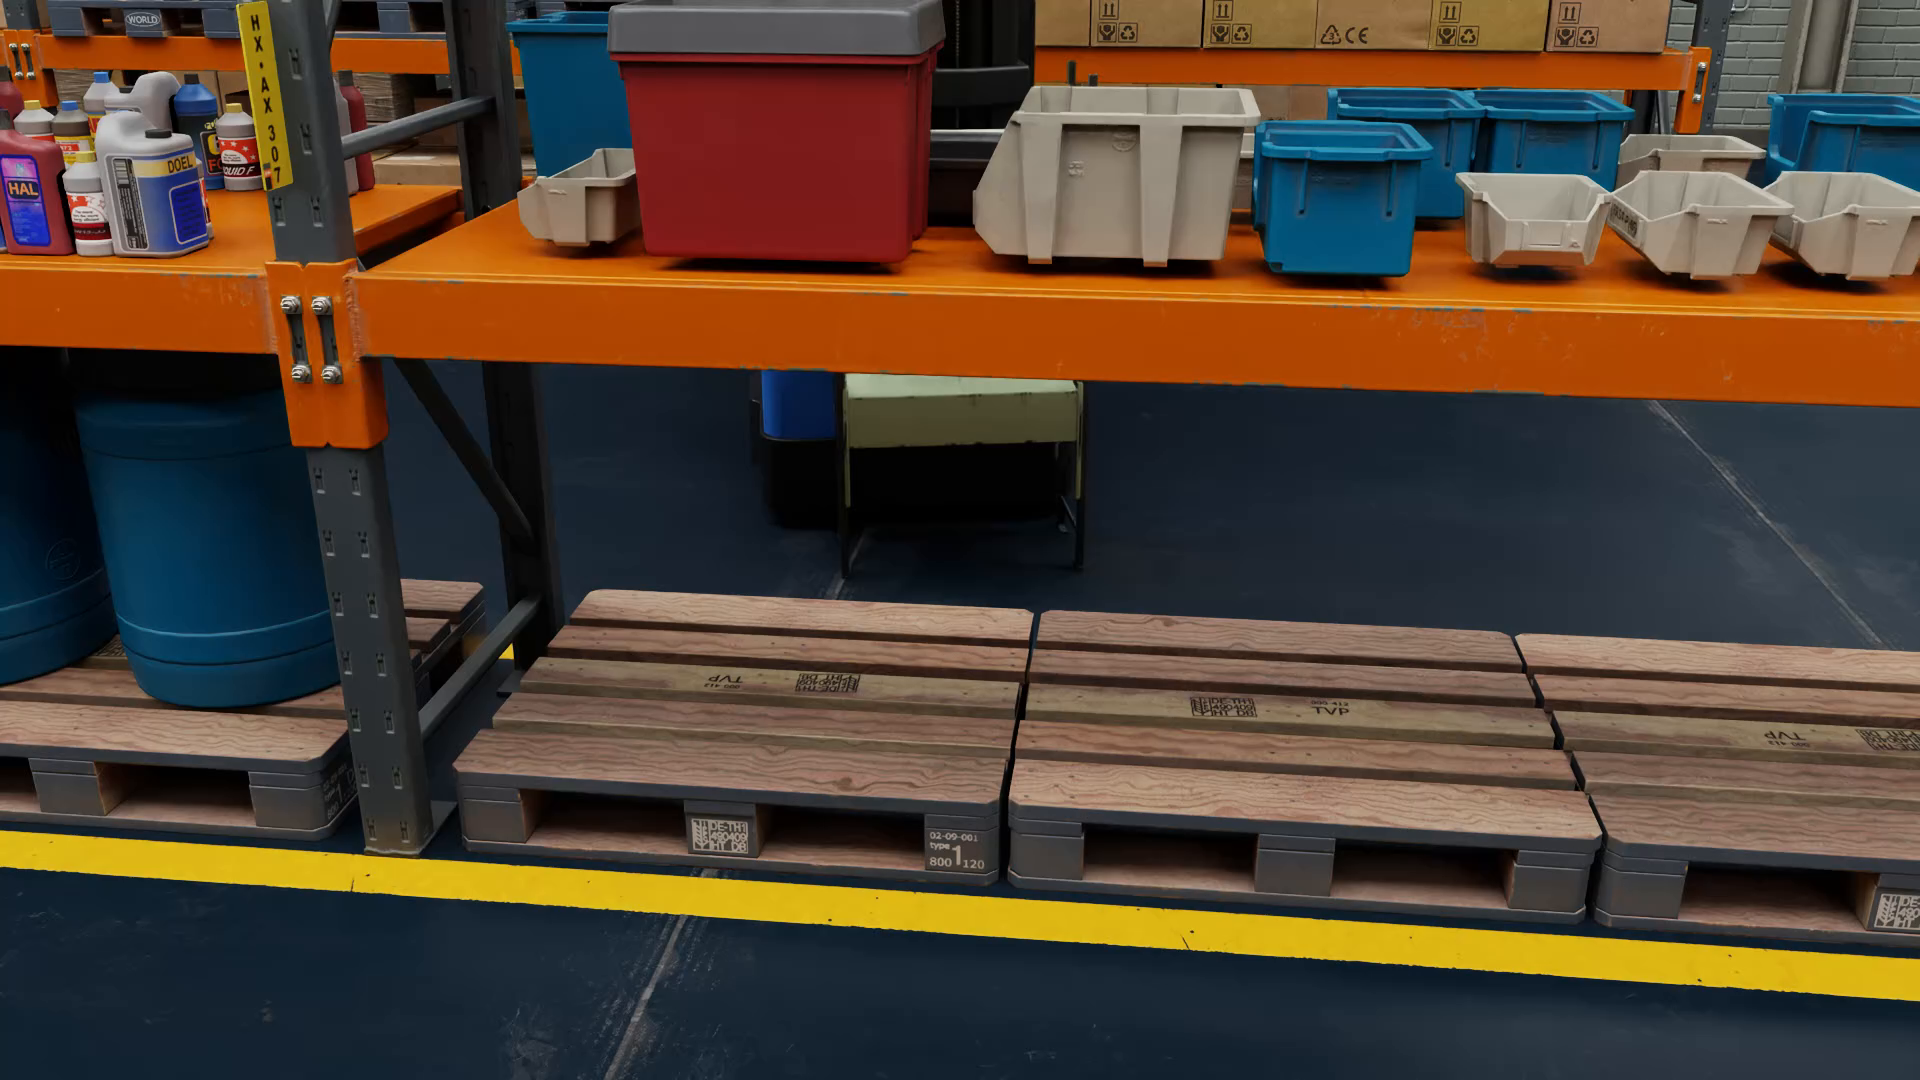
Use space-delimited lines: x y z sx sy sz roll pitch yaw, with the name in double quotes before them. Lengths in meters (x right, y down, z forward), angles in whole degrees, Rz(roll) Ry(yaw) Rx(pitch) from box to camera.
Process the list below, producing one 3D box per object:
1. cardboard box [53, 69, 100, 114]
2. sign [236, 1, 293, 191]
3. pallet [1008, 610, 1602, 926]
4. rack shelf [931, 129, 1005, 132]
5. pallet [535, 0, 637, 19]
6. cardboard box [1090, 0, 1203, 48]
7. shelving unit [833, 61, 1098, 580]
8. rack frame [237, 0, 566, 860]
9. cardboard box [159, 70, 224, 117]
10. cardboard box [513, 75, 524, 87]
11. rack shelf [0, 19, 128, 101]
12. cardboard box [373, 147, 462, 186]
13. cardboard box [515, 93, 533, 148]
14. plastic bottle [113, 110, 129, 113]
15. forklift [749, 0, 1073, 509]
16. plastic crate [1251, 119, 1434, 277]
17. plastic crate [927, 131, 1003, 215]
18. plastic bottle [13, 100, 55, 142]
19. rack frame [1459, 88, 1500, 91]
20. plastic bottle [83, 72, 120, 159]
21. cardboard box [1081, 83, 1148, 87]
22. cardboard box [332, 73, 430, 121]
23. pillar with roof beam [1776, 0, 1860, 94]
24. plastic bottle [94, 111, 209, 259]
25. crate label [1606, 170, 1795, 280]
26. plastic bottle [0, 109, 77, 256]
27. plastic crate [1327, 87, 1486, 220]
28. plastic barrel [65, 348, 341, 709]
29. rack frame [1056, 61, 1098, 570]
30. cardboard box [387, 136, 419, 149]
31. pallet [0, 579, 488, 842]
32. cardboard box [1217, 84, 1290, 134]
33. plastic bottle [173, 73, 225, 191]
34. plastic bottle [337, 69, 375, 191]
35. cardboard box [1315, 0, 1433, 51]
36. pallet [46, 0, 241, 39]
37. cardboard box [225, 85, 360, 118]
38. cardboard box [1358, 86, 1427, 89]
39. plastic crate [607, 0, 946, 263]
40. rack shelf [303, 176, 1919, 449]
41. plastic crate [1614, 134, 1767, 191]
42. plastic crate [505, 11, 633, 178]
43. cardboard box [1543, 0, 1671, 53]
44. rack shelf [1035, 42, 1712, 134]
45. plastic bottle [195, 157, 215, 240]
"cardboard box" -7.239 -3.856 13.916 0.500 0.500 0.700 3 22 8
"sign" -1.260 -0.805 3.019 0.005 0.325 0.100 2 22 6
"pallet" 0.756 0.490 3.914 1.213 0.211 1.003 2 22 6
"rack shelf" -0.010 -1.026 4.932 0.720 0.370 0.431 -2 22 -6
"pallet" -1.388 -2.670 8.375 1.213 0.211 1.003 2 22 6
"cardboard box" 0.872 -2.567 7.716 0.500 0.500 0.500 2 22 6
"shelving unit" -0.010 -0.663 5.076 0.755 1.500 0.431 -2 22 -6
"rack frame" -1.194 -0.877 3.578 0.127 3.000 1.000 2 22 6
"cardboard box" -6.219 -3.815 13.812 0.500 0.500 0.700 3 22 7
"cardboard box" -3.285 -3.783 13.281 0.750 0.750 0.750 2 22 6
"rack shelf" -6.566 -2.610 8.940 4.000 0.370 1.077 2 22 6
"cardboard box" -2.624 -1.711 8.490 0.500 0.500 0.500 2 22 4
"cardboard box" -2.052 -2.229 8.780 0.500 0.250 0.500 3 22 6
"plastic bottle" -1.968 -0.913 3.939 0.097 0.201 0.097 0 22 0
"forklift" -0.290 -1.967 6.430 1.130 2.935 3.031 -2 22 -6
"plastic crate" 0.709 -0.649 3.147 0.300 0.233 0.416 2 22 6
"plastic crate" -0.051 -0.826 3.743 0.590 0.125 0.437 2 22 6
"plastic bottle" -2.277 -0.983 4.116 0.097 0.201 0.097 0 22 0
"rack frame" 3.944 -4.321 12.289 0.127 3.000 1.000 2 22 6
"plastic bottle" -2.084 -1.007 4.082 0.097 0.271 0.097 0 22 0
"cardboard box" 1.201 -3.434 12.874 0.500 0.500 0.700 2 22 6
"cardboard box" -4.721 -3.721 13.574 0.500 0.500 0.700 3 22 7
"pillar with roof beam" 6.221 -5.738 7.714 0.400 9.000 9.100 2 22 6
"plastic bottle" -1.623 -0.718 3.345 0.135 0.276 0.152 2 22 6
"crate label" 1.382 -0.599 3.152 0.243 0.136 0.396 2 22 6
"plastic bottle" -1.858 -0.715 3.327 0.133 0.283 0.061 2 22 6
"plastic crate" 0.966 -0.855 3.668 0.300 0.233 0.416 2 22 6
"plastic barrel" -1.732 -0.126 3.961 0.708 0.901 0.600 2 22 6
"rack frame" 0.354 -0.677 5.111 0.023 1.500 0.400 -2 22 -6
"cardboard box" -3.109 -1.923 9.025 0.500 0.500 0.500 2 22 4
"pallet" -1.955 0.371 4.213 1.213 0.211 1.003 2 22 6
"cardboard box" 2.241 -3.390 12.765 0.500 0.500 0.700 2 22 5
"plastic bottle" -1.854 -0.997 4.056 0.097 0.271 0.097 0 22 0
"plastic bottle" -1.508 -0.994 4.033 0.133 0.283 0.061 2 22 6
"cardboard box" 1.878 -2.523 7.606 0.500 0.500 0.500 3 22 7
"pallet" -3.898 -2.765 8.615 1.003 0.211 1.213 2 22 6
"cardboard box" -3.567 -2.293 8.942 0.500 0.250 0.500 3 22 8
"cardboard box" 3.237 -3.347 12.656 0.500 0.500 0.700 2 22 6
"plastic crate" -0.337 -0.804 3.225 0.583 0.464 0.402 2 22 6
"rack shelf" 0.792 -0.456 3.491 4.000 0.370 1.077 2 22 6
"plastic crate" 1.589 -0.813 3.694 0.298 0.136 0.250 2 22 6
"plastic crate" -0.690 -1.002 3.833 0.575 0.384 0.392 2 22 6
"cardboard box" 2.888 -2.478 7.493 0.500 0.500 0.500 3 22 8
"rack shelf" 1.379 -2.264 8.065 4.000 0.370 1.077 2 22 6
"plastic bottle" -1.627 -0.730 3.476 0.097 0.201 0.097 0 22 0
